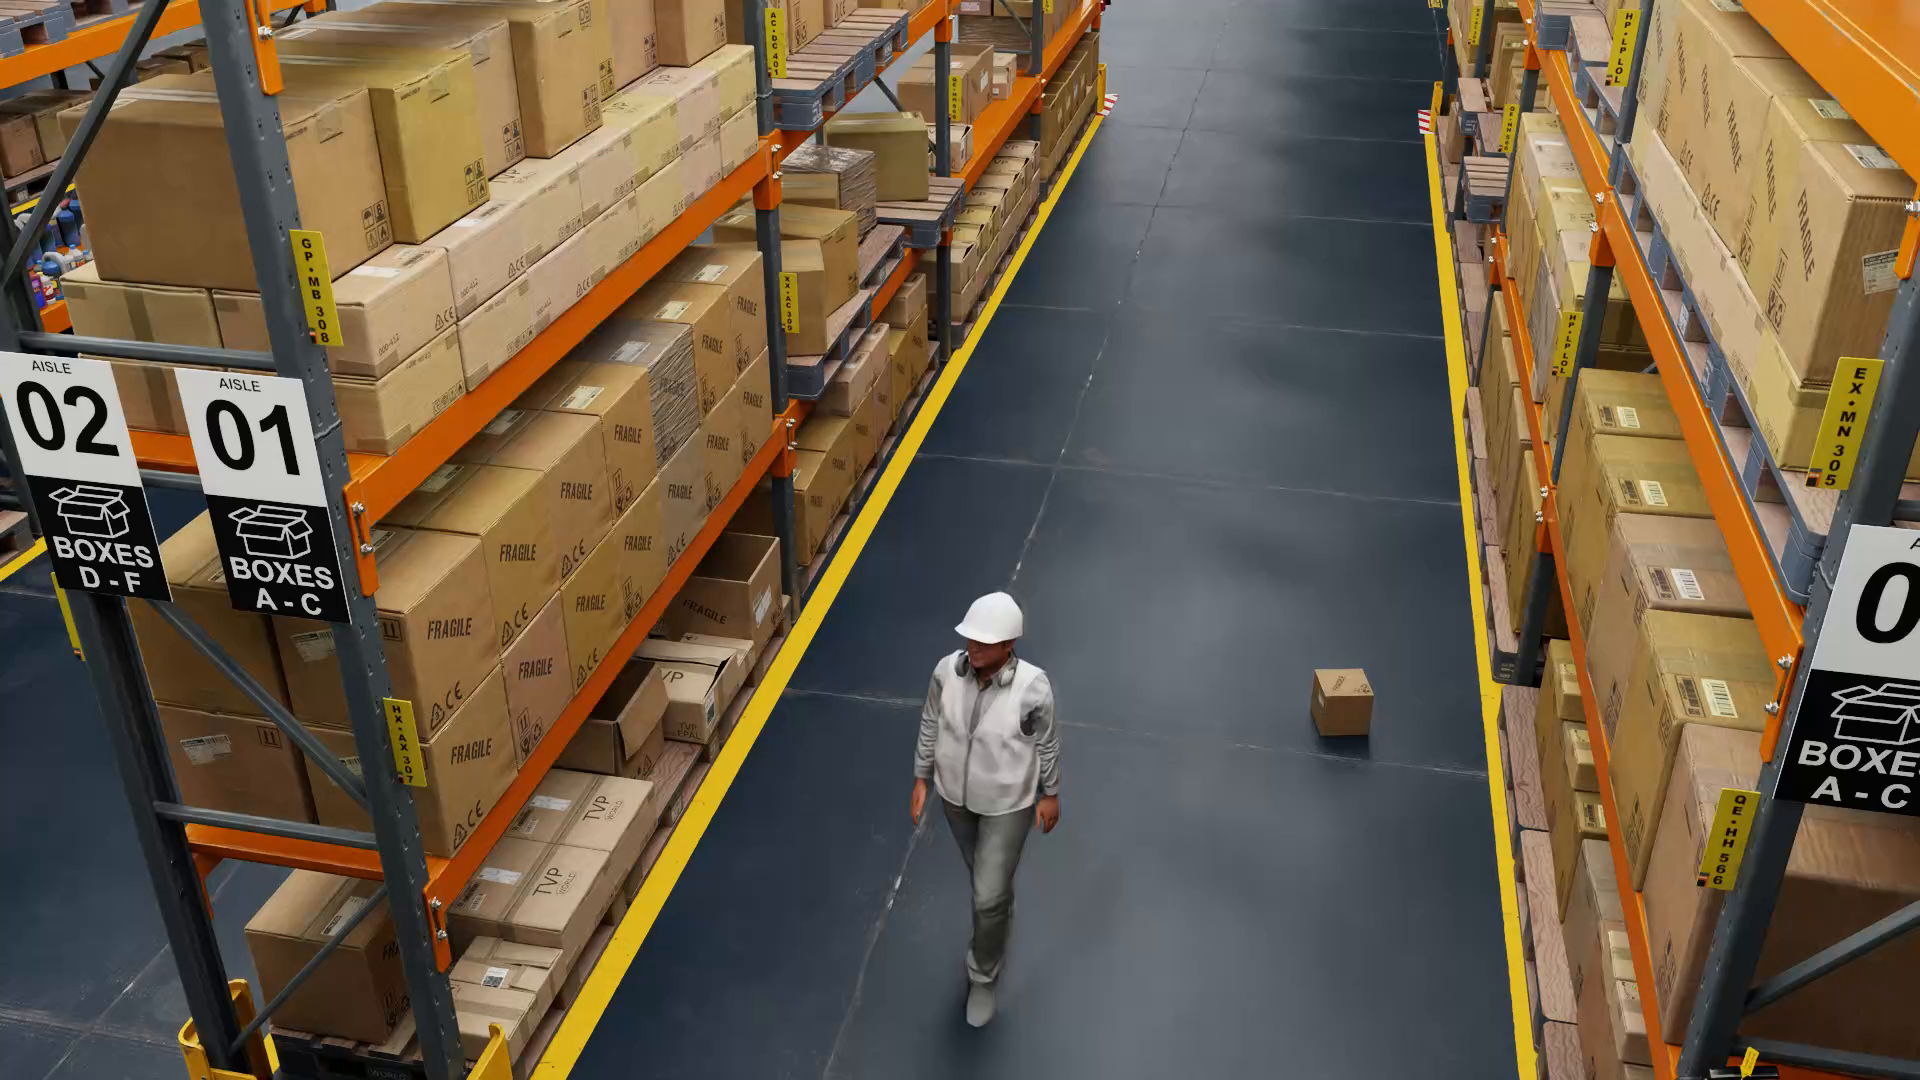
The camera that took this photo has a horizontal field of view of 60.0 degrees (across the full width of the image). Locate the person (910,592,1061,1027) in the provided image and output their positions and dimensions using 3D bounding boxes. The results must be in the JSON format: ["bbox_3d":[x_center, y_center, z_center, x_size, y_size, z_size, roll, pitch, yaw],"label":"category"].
[{"bbox_3d":[0.078,1.050,6.699,0.571,1.831,0.667,15,32,26],"label":"person"}]
